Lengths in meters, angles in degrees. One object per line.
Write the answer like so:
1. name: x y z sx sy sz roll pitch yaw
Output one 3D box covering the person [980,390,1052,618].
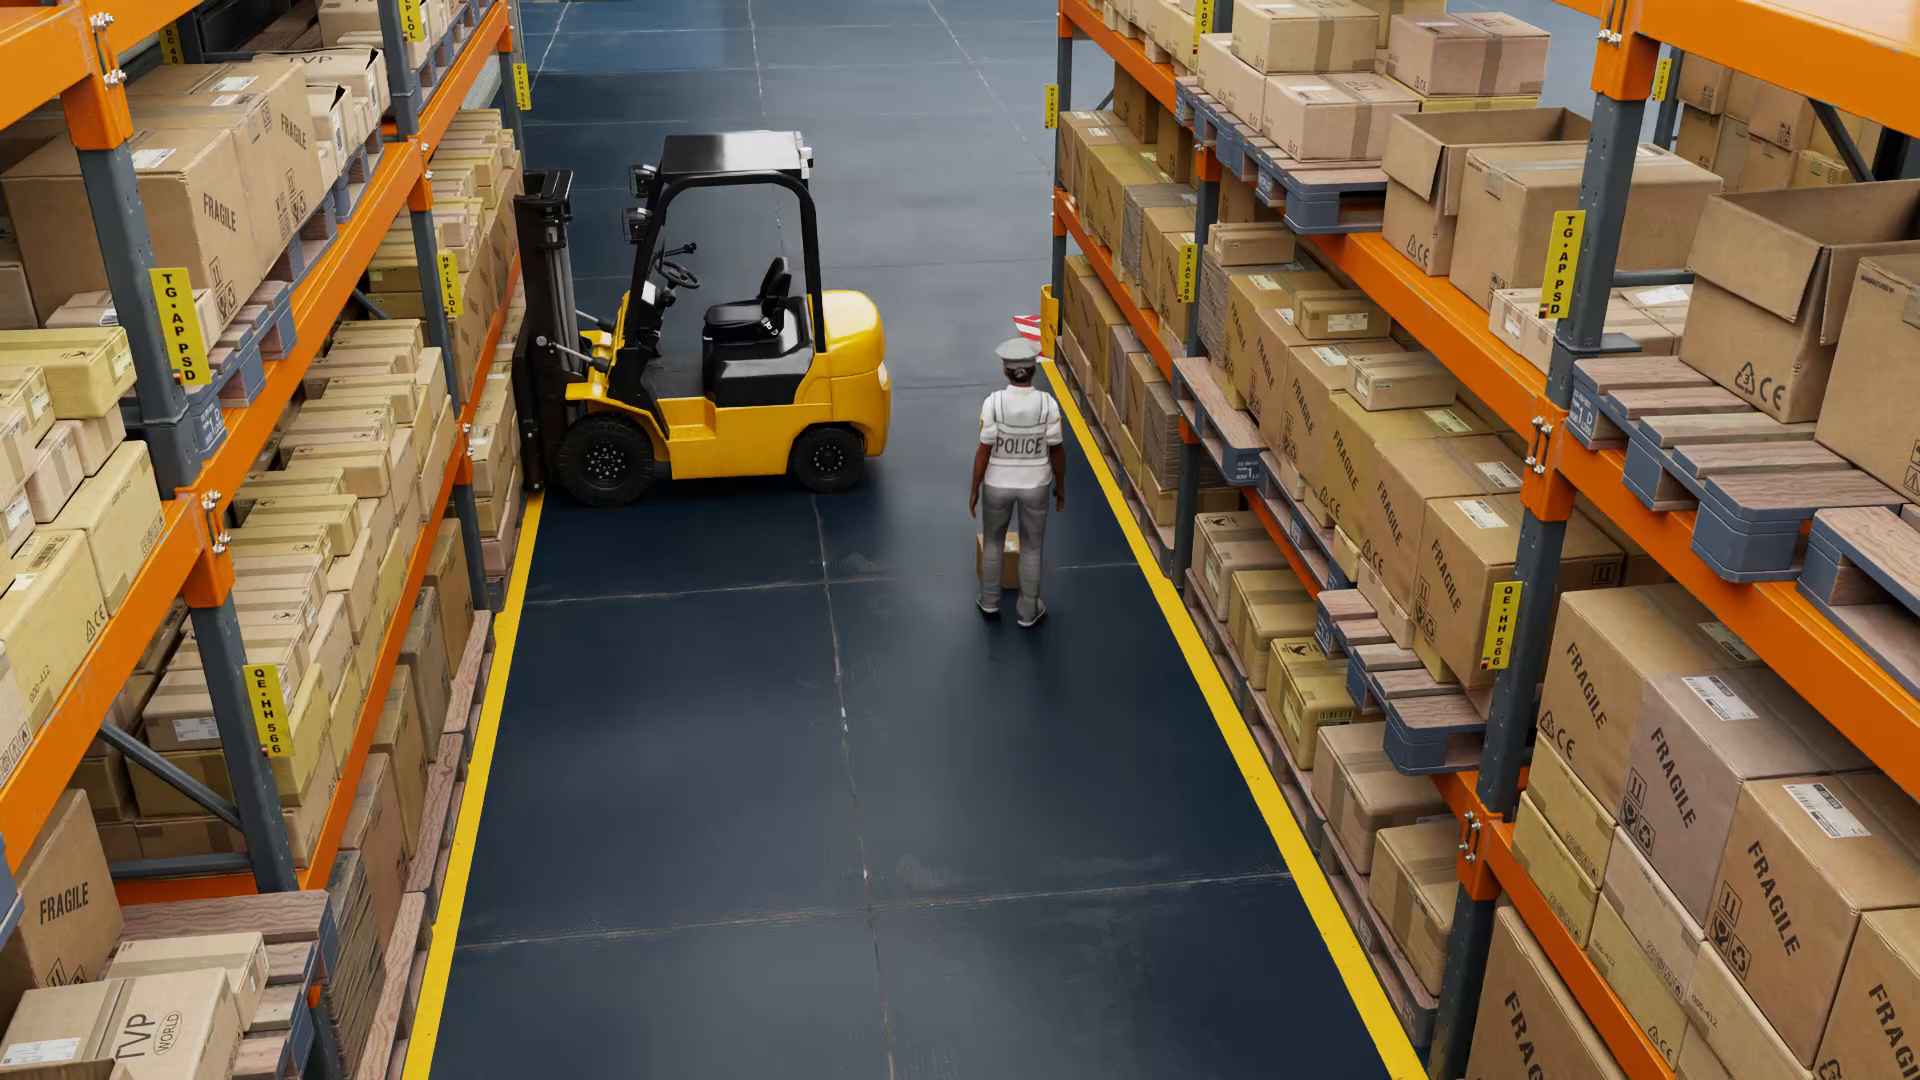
1. person: 0.311 -0.220 9.184 0.393 1.366 0.350 0 27 0
